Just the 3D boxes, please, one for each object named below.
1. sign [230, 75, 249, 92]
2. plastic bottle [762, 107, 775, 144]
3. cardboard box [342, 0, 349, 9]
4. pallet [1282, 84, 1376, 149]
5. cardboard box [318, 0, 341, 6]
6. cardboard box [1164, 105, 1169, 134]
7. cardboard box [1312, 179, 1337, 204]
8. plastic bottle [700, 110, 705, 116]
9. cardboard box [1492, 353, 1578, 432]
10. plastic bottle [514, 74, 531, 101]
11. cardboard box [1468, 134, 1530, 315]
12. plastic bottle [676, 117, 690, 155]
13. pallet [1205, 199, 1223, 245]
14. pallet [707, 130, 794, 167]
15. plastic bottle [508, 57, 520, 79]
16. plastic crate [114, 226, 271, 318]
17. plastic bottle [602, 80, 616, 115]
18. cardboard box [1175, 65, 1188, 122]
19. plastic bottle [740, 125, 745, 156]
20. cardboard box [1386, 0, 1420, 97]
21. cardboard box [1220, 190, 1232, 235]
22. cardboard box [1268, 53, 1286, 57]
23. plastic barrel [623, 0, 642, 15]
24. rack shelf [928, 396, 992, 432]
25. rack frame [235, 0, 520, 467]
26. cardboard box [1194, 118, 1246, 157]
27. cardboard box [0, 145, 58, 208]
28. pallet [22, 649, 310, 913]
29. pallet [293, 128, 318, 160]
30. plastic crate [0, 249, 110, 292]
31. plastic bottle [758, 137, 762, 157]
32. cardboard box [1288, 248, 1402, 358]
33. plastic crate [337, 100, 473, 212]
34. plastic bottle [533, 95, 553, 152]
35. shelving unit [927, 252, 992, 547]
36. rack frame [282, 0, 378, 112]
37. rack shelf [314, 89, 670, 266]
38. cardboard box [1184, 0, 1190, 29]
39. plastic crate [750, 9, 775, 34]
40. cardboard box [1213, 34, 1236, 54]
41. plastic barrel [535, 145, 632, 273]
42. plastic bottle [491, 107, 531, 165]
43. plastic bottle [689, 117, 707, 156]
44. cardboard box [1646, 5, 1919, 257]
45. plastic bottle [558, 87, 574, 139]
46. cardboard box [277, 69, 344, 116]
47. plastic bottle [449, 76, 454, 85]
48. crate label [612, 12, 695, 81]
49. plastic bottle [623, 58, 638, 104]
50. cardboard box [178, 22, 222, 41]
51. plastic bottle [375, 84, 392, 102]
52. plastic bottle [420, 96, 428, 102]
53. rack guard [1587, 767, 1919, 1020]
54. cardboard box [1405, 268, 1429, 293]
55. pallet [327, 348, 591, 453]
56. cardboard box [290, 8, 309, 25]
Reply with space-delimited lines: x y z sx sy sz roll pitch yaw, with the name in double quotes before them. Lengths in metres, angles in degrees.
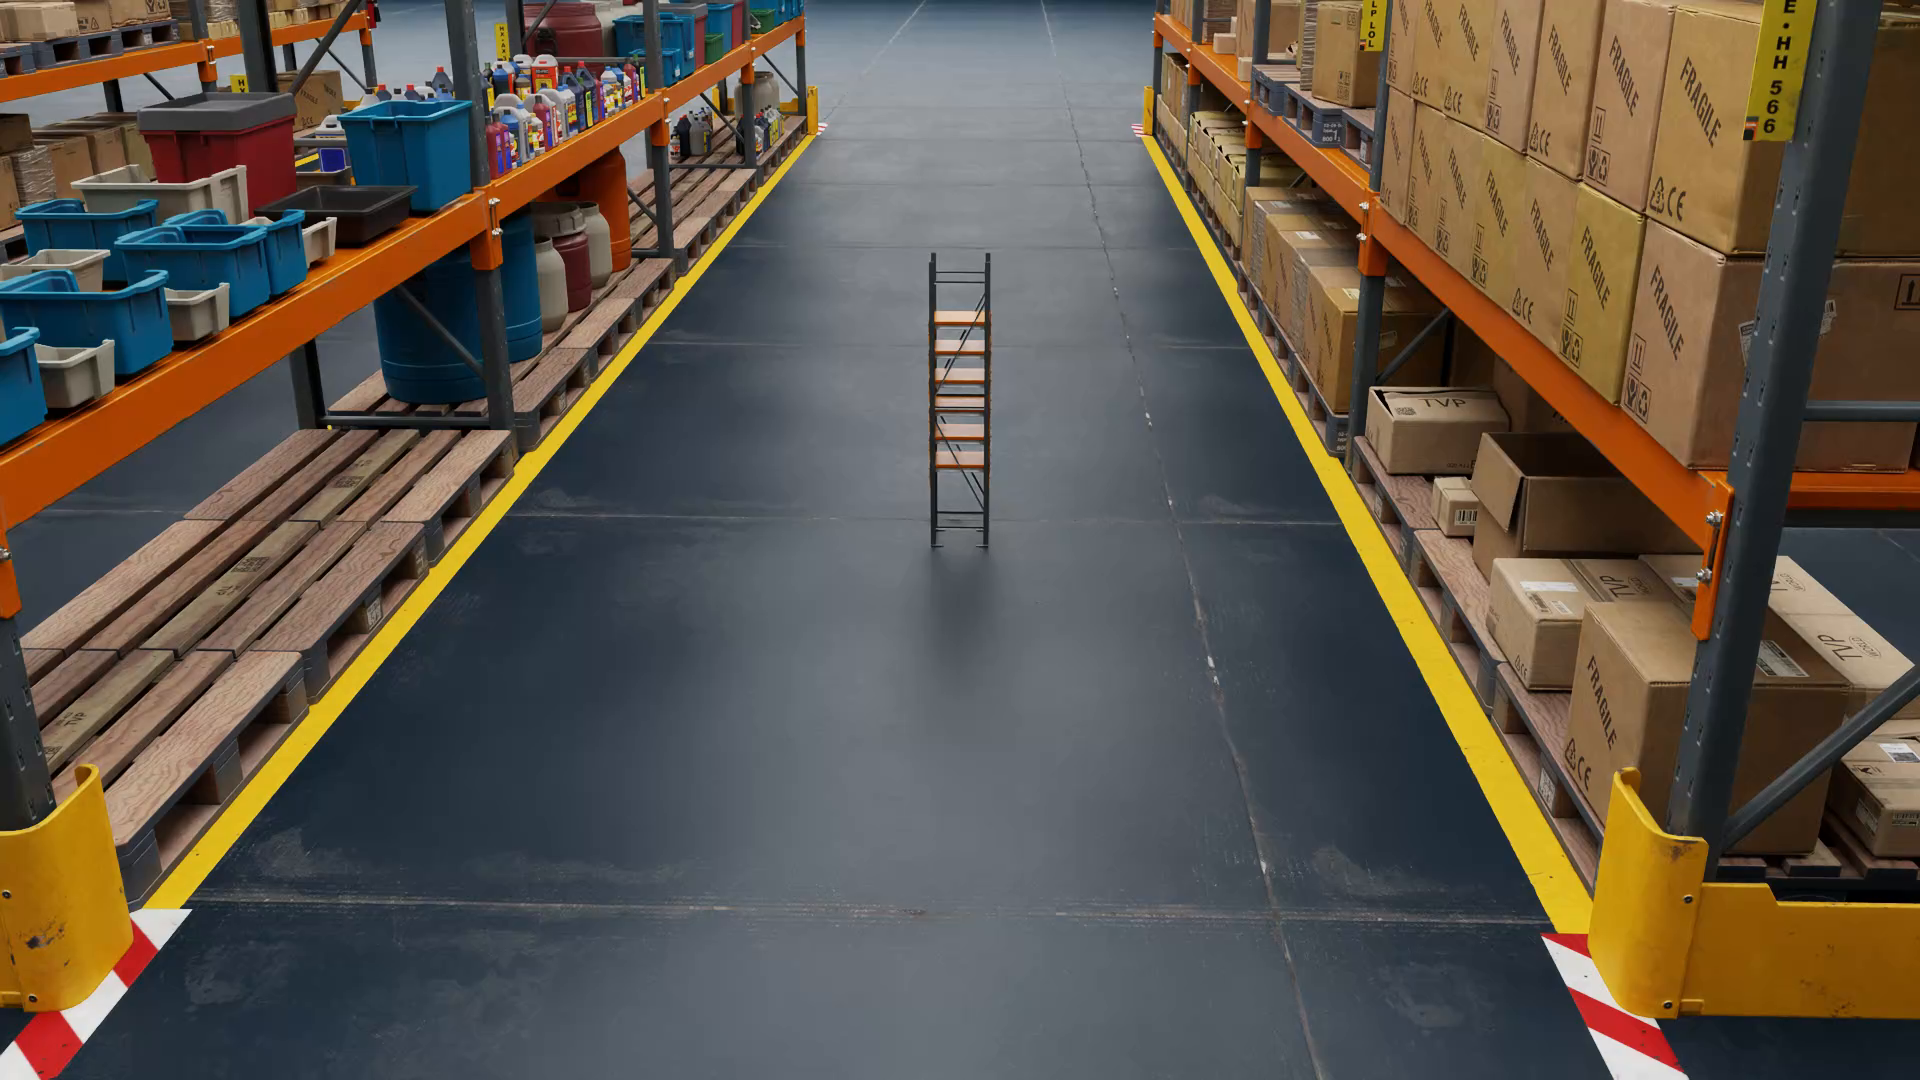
"sign" -3.178 -1.904 7.407 0.100 0.325 0.005 1 21 2
"plastic bottle" -1.927 -4.140 16.607 0.144 0.351 0.185 0 21 1
"cardboard box" -7.016 -5.939 18.537 0.380 0.149 0.250 1 21 2
"pallet" 2.390 -2.366 9.246 1.003 0.211 1.213 1 21 2
"cardboard box" -7.153 -5.966 17.710 0.875 0.500 0.500 1 21 2
"cardboard box" 2.422 -4.412 17.474 0.500 0.250 0.500 1 21 2
"cardboard box" 2.754 -2.520 11.823 0.500 0.311 0.500 1 21 3
"plastic bottle" -2.640 -4.264 17.036 0.097 0.271 0.097 0 21 0
"cardboard box" 2.589 -0.543 7.130 0.500 0.500 0.500 1 21 2
"plastic bottle" -2.731 -2.807 10.392 0.097 0.201 0.097 0 21 0
"cardboard box" 1.991 -1.028 5.393 0.500 0.500 0.500 0 21 1
"plastic bottle" -2.653 -3.867 15.903 0.144 0.351 0.185 0 21 0
"pallet" 2.549 -2.596 13.428 1.003 0.211 1.213 1 21 2
"pallet" -2.288 -4.046 17.164 1.003 0.211 1.213 1 21 2
"plastic bottle" -2.873 -2.960 10.689 0.097 0.271 0.097 0 21 0
"plastic crate" -2.373 -0.834 5.180 0.416 0.233 0.300 1 21 2
"plastic bottle" -2.136 -2.670 10.039 0.097 0.201 0.097 0 21 0
"cardboard box" 2.400 -4.400 16.407 0.500 0.500 0.500 1 21 2
"plastic bottle" -2.061 -3.828 15.896 0.061 0.283 0.133 1 21 2
"cardboard box" 2.027 -2.058 6.666 0.500 0.500 0.500 1 21 3
"cardboard box" 2.229 -2.452 12.422 0.500 0.250 0.500 0 21 1
"cardboard box" 2.427 -3.503 12.259 0.380 0.149 0.250 2 21 6
"plastic barrel" -2.668 -3.959 12.898 0.433 0.535 0.433 0 21 0
"rack shelf" 0.000 -0.523 6.841 0.258 0.103 0.180 1 21 2
"rack frame" -2.628 -1.768 7.440 1.000 3.000 0.127 1 21 2
"cardboard box" 2.284 -3.453 14.226 0.500 0.311 0.500 0 21 1
"cardboard box" -7.453 -2.752 12.823 0.700 0.500 0.500 -1 21 -3
"pallet" -2.686 0.680 4.984 1.003 0.211 1.213 1 21 2
"pallet" -7.316 -4.101 17.306 1.003 0.211 1.213 1 21 2
"plastic crate" -2.908 -0.837 5.321 0.298 0.136 0.250 1 21 2
"plastic bottle" -1.931 -3.745 15.795 0.097 0.201 0.097 0 21 0
"cardboard box" 2.091 -1.294 9.064 0.500 0.500 0.500 1 21 2
"plastic crate" -2.301 -1.616 6.987 0.392 0.384 0.575 1 21 2
"plastic bottle" -2.163 -2.163 8.618 0.061 0.283 0.133 1 21 2
"shelving unit" 0.000 -0.565 6.825 0.258 1.200 0.189 1 21 2
"rack frame" -7.214 -6.162 18.763 1.000 3.000 0.127 1 21 2
"rack shelf" -2.567 -2.156 9.434 1.077 0.370 4.000 1 21 2
"cardboard box" 2.617 -5.370 16.583 0.700 0.500 0.500 1 21 3
"plastic crate" -2.061 -5.050 16.190 0.450 0.188 0.662 1 21 2
"cardboard box" 2.335 -4.170 13.976 0.380 0.149 0.250 1 21 2
"plastic barrel" -2.504 -2.222 11.028 0.600 0.830 0.708 1 21 2
"plastic bottle" -2.222 -2.006 8.224 0.152 0.276 0.135 1 21 2
"plastic bottle" -2.509 -3.866 15.899 0.144 0.351 0.185 1 21 2
"cardboard box" 1.940 -0.943 3.792 0.500 0.500 0.500 0 21 1
"plastic bottle" -2.167 -2.332 9.070 0.097 0.271 0.097 0 21 0
"cardboard box" -7.249 -4.967 18.557 0.500 0.500 0.500 5 22 12
"plastic bottle" -2.885 -2.503 9.503 0.152 0.276 0.135 1 21 2
"crate label" -2.206 -3.587 12.079 0.502 0.435 0.616 1 21 2
"plastic bottle" -2.099 -2.926 10.584 0.061 0.283 0.133 1 21 2
"cardboard box" -7.028 -4.673 15.272 0.380 0.149 0.250 1 21 2
"plastic bottle" -2.922 -2.148 8.487 0.144 0.351 0.185 1 21 2
"plastic bottle" -2.787 -2.174 8.664 0.097 0.271 0.097 0 21 0
"rack guard" 2.204 0.872 4.092 1.175 0.500 0.348 1 21 2
"cardboard box" 2.586 -1.118 8.610 0.500 0.500 0.500 1 21 2
"pallet" -2.563 -0.747 8.662 1.003 0.211 1.213 1 21 2
"cardboard box" -6.957 -5.396 17.136 0.380 0.149 0.250 1 21 2
